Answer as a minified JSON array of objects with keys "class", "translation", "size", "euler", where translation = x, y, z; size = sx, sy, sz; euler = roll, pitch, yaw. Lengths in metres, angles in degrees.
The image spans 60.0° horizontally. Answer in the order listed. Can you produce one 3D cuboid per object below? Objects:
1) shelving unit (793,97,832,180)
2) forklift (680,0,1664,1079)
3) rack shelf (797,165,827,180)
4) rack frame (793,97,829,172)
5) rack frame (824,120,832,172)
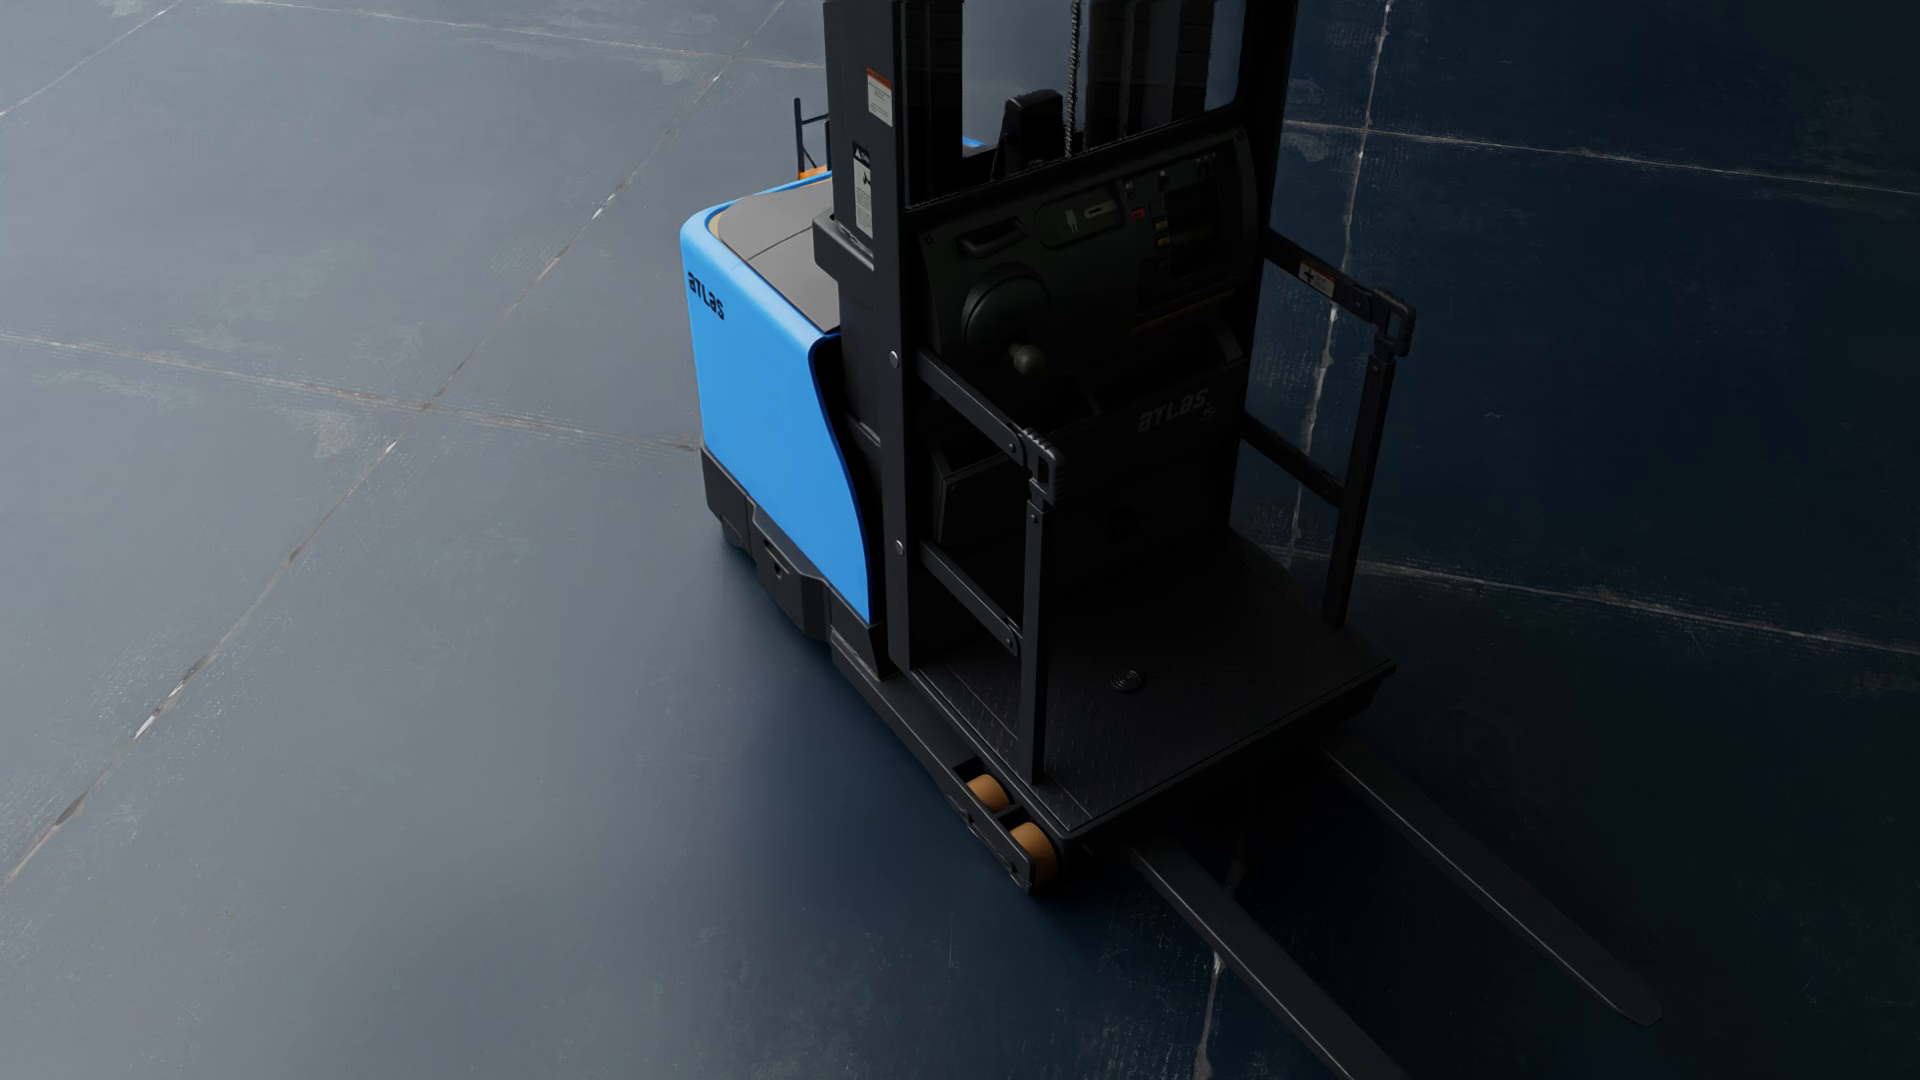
[{"class":"shelving unit","translation":[-0.345,-0.847,5.325],"size":[0.258,1.200,0.189],"euler":[-23,45,-25]},{"class":"forklift","translation":[0.432,-0.596,3.681],"size":[1.130,2.935,3.031],"euler":[-23,45,-25]},{"class":"rack shelf","translation":[-0.345,-1.088,5.122],"size":[0.258,0.103,0.180],"euler":[-23,45,-25]},{"class":"rack frame","translation":[-0.396,-0.895,5.383],"size":[0.240,1.200,0.006],"euler":[-23,45,-25]},{"class":"rack frame","translation":[-0.294,-0.798,5.267],"size":[0.240,1.200,0.006],"euler":[-23,45,-25]}]
